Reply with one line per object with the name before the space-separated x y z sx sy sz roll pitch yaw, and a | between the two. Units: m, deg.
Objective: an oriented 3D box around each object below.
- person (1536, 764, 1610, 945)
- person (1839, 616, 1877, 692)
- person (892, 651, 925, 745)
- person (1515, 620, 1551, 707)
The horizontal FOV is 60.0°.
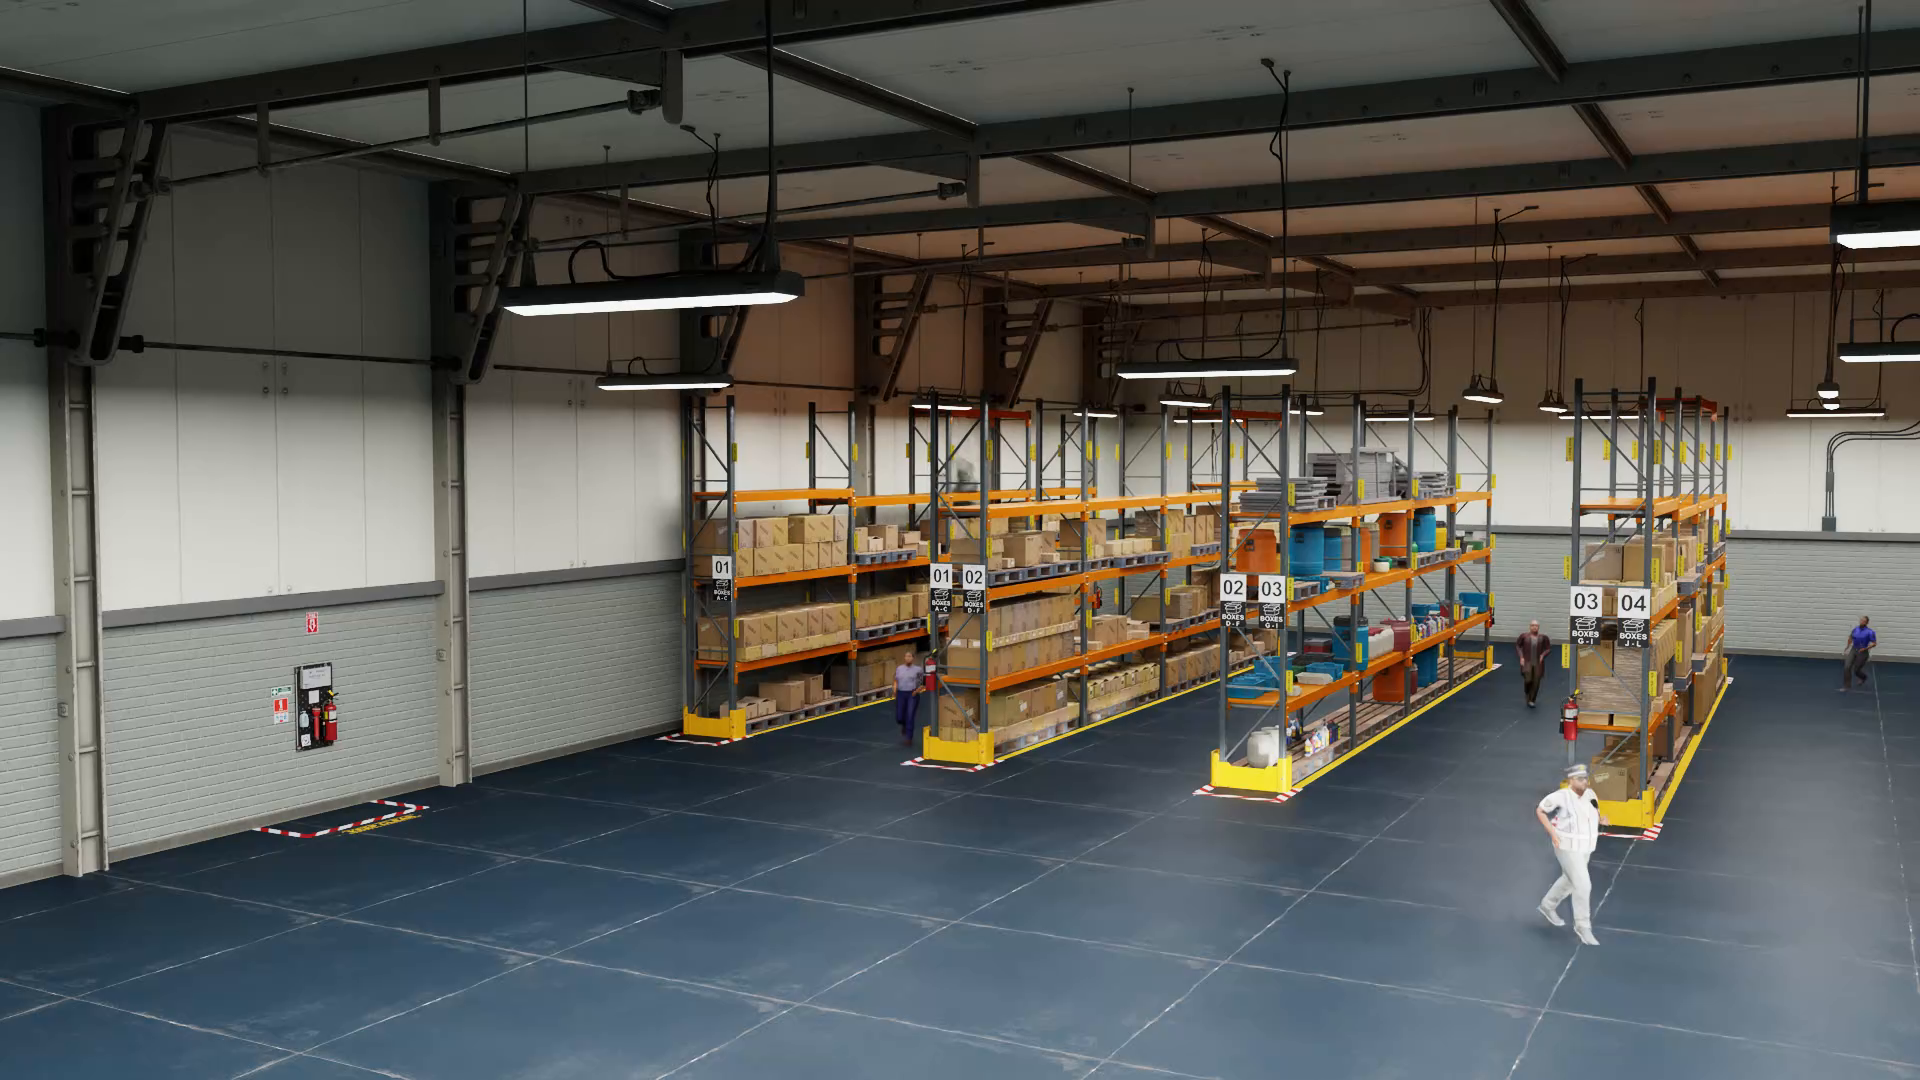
person | 6.373 3.219 17.256 0.631 1.844 0.813 -2 4 -31
person | 18.869 2.396 34.796 0.714 1.608 0.618 -2 4 -31
person | -0.882 2.701 28.559 0.599 1.589 0.597 1 3 12
person | 11.220 2.429 32.540 0.650 1.717 0.627 1 3 13
